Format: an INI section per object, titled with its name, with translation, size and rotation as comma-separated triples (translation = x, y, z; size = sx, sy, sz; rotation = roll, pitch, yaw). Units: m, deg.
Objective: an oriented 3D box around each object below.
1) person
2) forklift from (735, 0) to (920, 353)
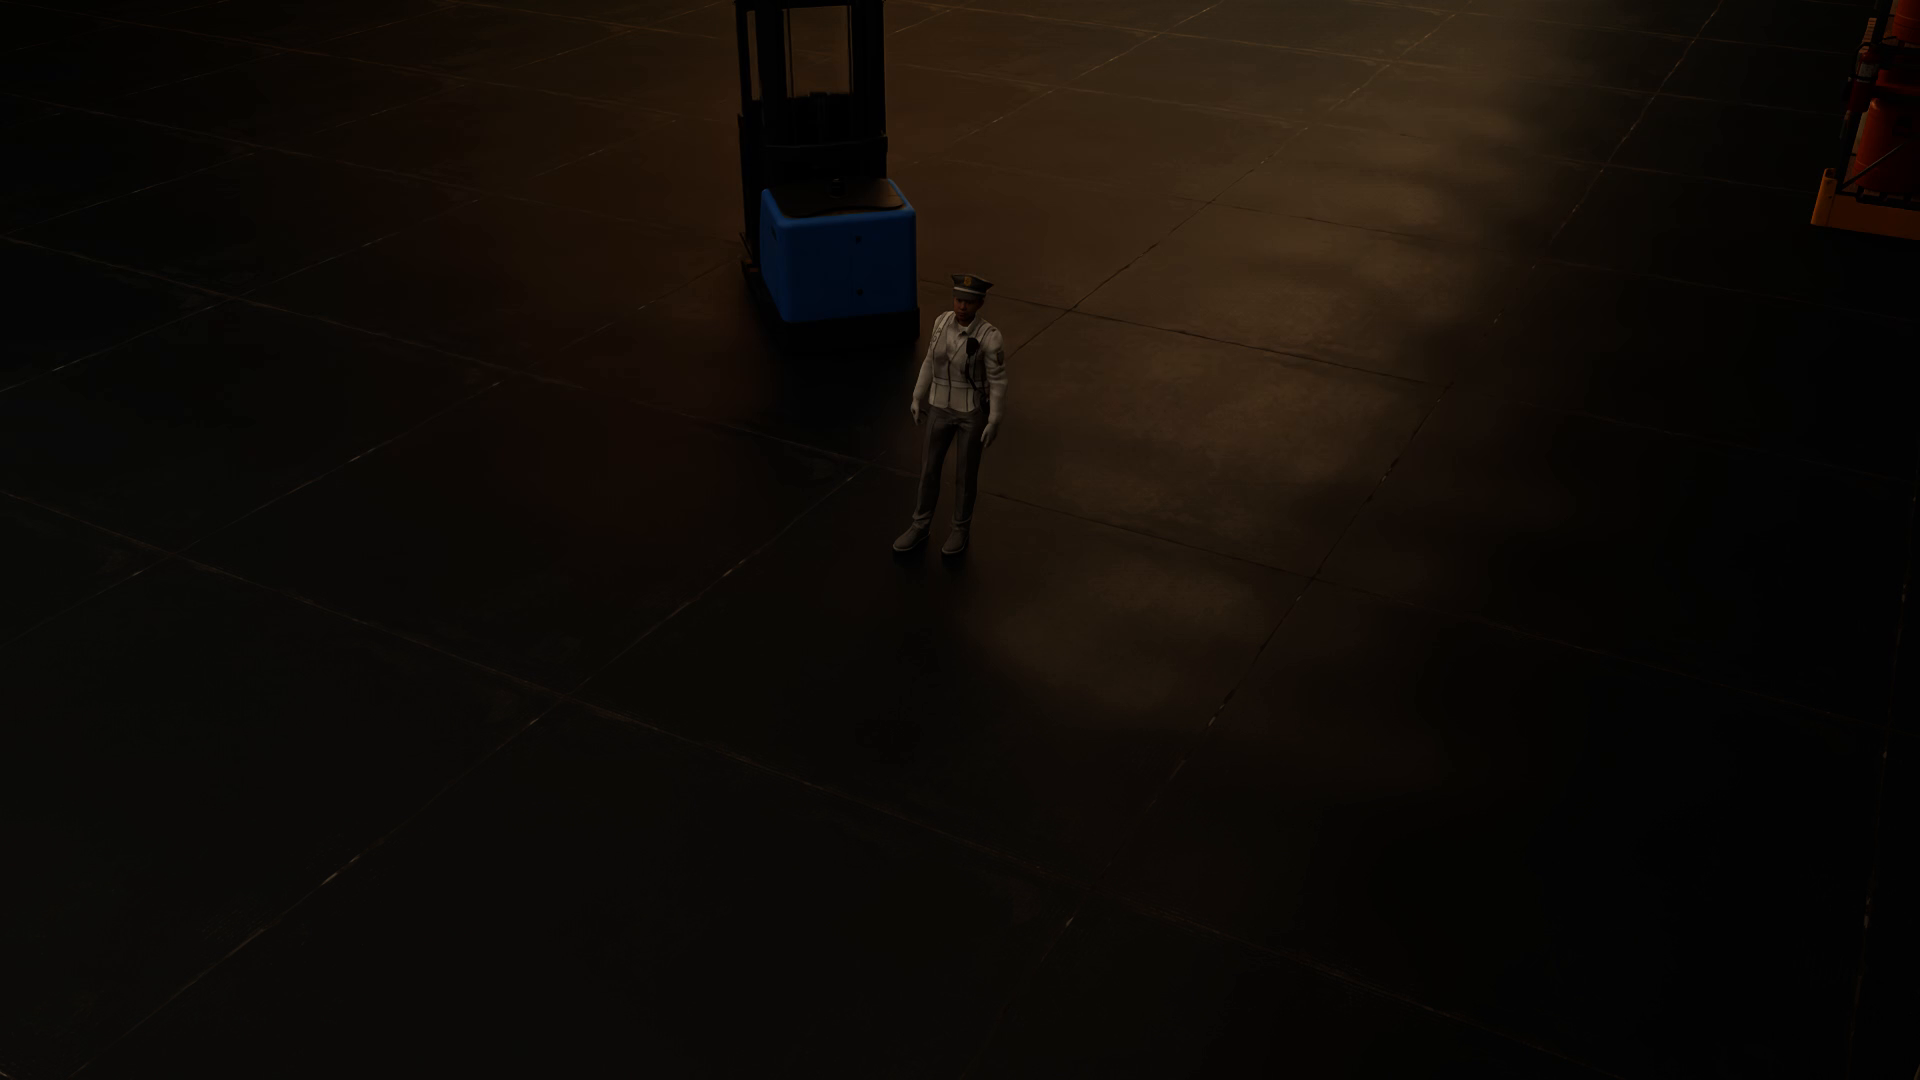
[person]
translation = -0.039, -0.712, 9.527
size = 0.588, 1.695, 0.531
rotation = 15, 33, 25
[forklift]
translation = -1.177, -3.367, 12.905
size = 1.130, 2.935, 3.031
rotation = -8, 31, -13
